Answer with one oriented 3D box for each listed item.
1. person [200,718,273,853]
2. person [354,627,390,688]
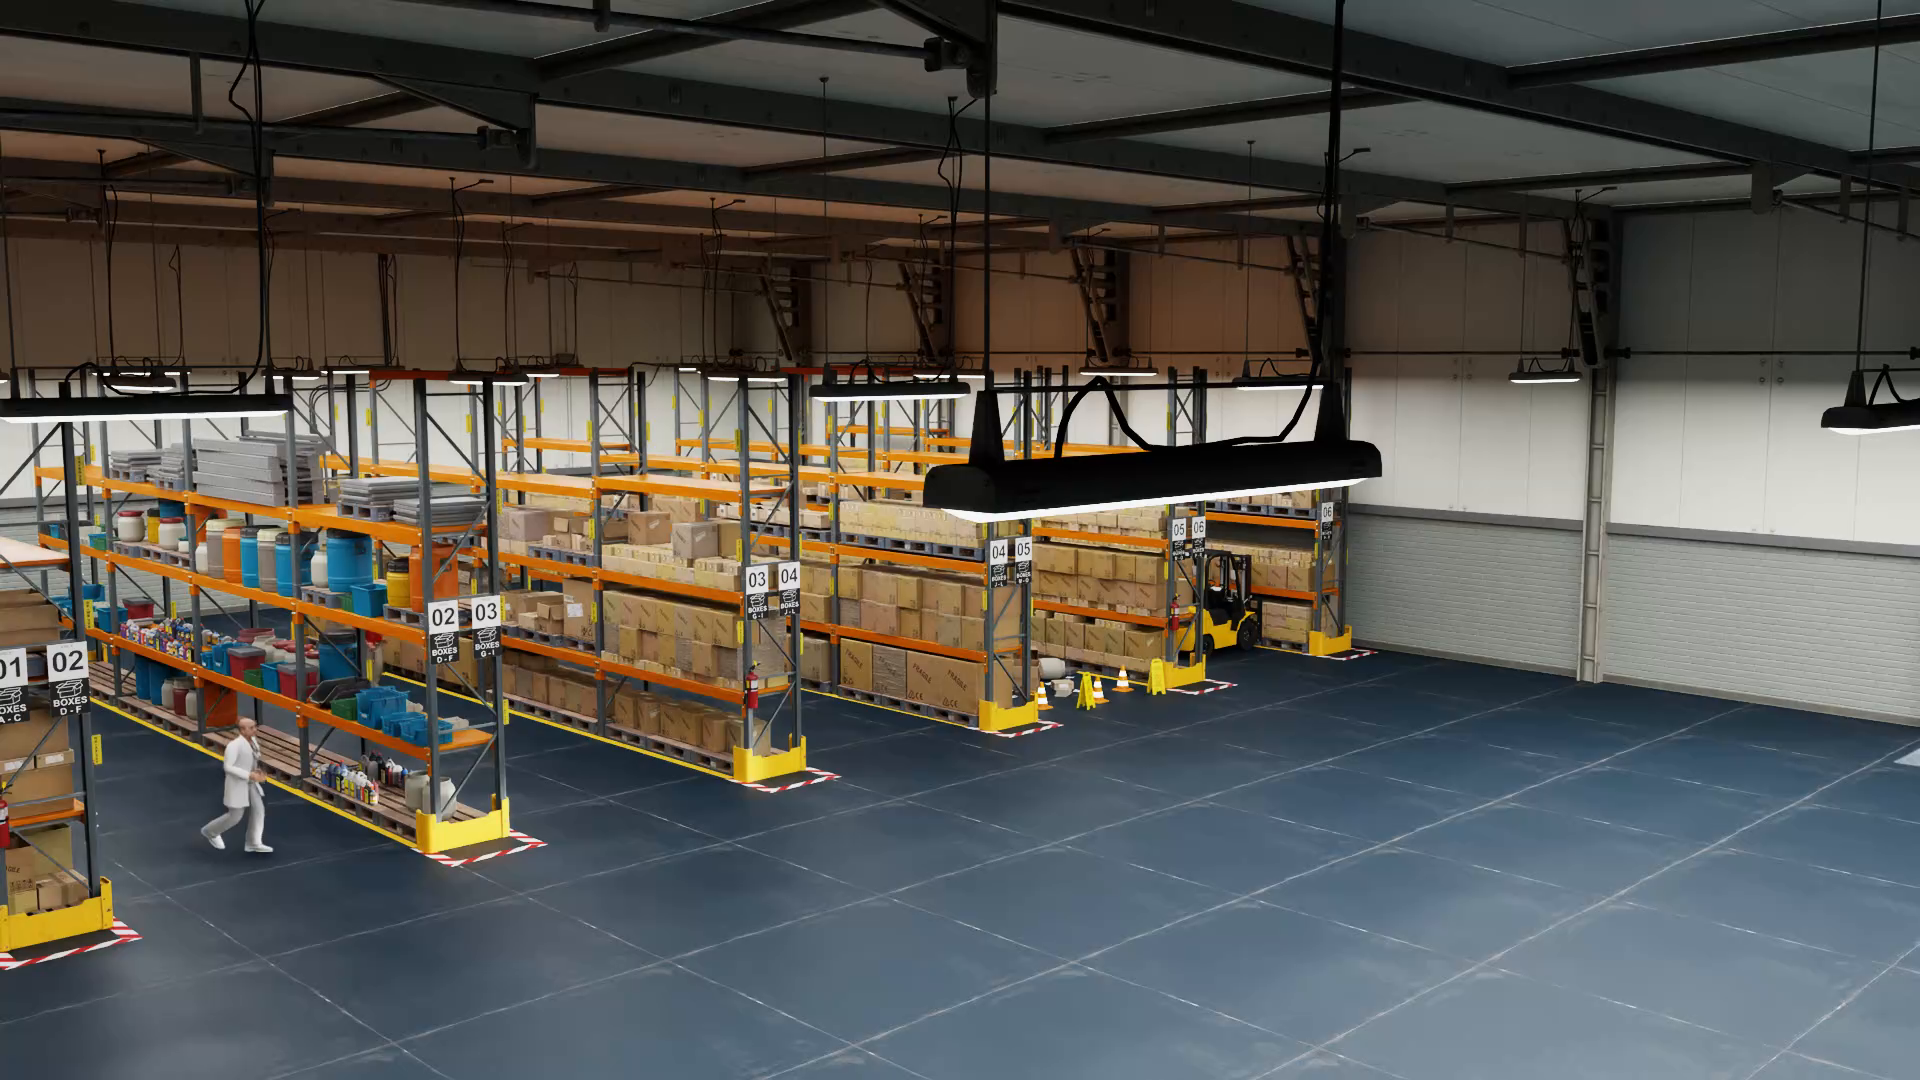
[{"bbox_3d":[-9.175,3.103,21.029,0.933,1.740,0.698,1,7,12],"label":"person"},{"bbox_3d":[-11.078,2.002,31.094,0.744,1.678,0.665,5,8,36],"label":"person"}]
